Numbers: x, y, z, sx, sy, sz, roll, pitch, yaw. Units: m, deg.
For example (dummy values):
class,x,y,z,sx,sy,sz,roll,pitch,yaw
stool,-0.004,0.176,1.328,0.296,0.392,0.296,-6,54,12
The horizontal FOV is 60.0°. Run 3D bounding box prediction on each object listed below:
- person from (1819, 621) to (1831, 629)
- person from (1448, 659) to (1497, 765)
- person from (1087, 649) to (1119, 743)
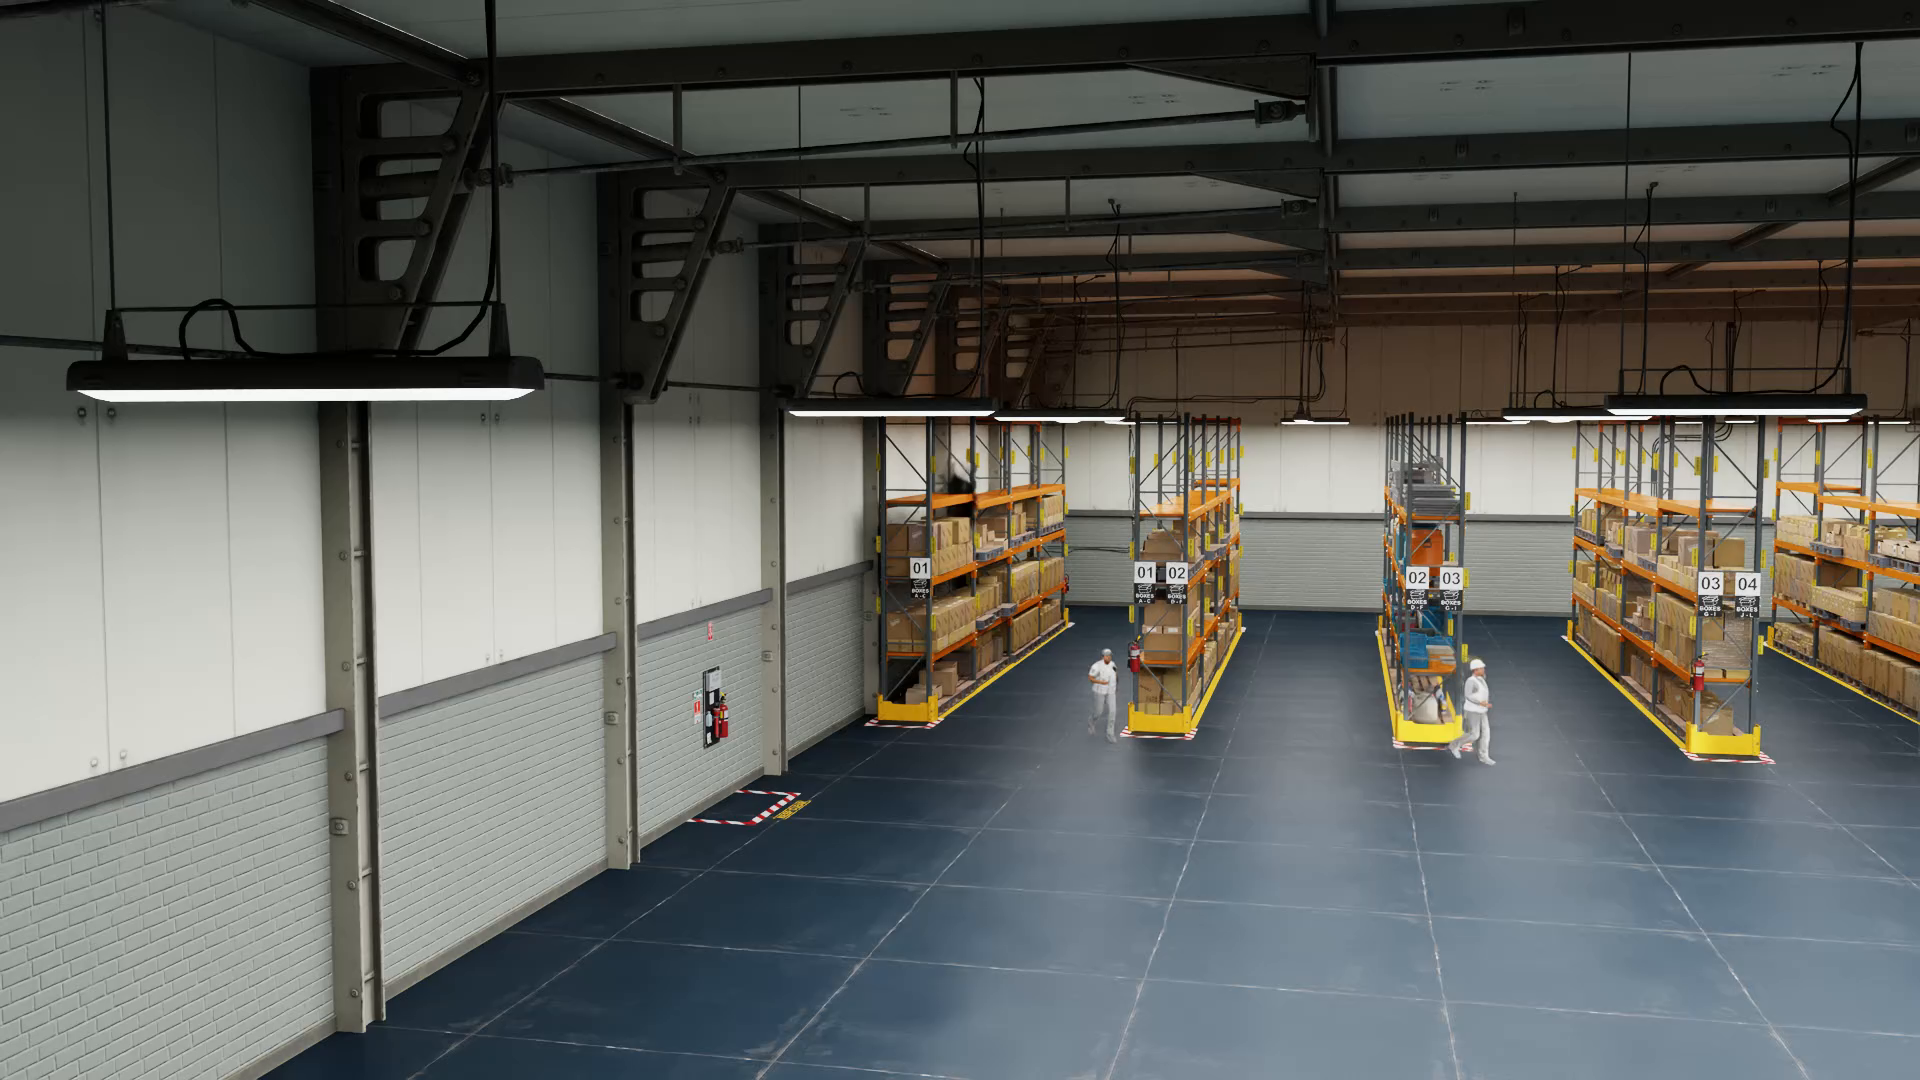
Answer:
class,x,y,z,sx,sy,sz,roll,pitch,yaw
person,22.906,1.917,44.217,0.760,1.702,0.838,-2,5,-32
person,8.786,2.924,28.412,0.810,1.782,0.683,3,5,39
person,2.654,2.826,30.573,0.639,1.670,0.929,-1,4,-18
